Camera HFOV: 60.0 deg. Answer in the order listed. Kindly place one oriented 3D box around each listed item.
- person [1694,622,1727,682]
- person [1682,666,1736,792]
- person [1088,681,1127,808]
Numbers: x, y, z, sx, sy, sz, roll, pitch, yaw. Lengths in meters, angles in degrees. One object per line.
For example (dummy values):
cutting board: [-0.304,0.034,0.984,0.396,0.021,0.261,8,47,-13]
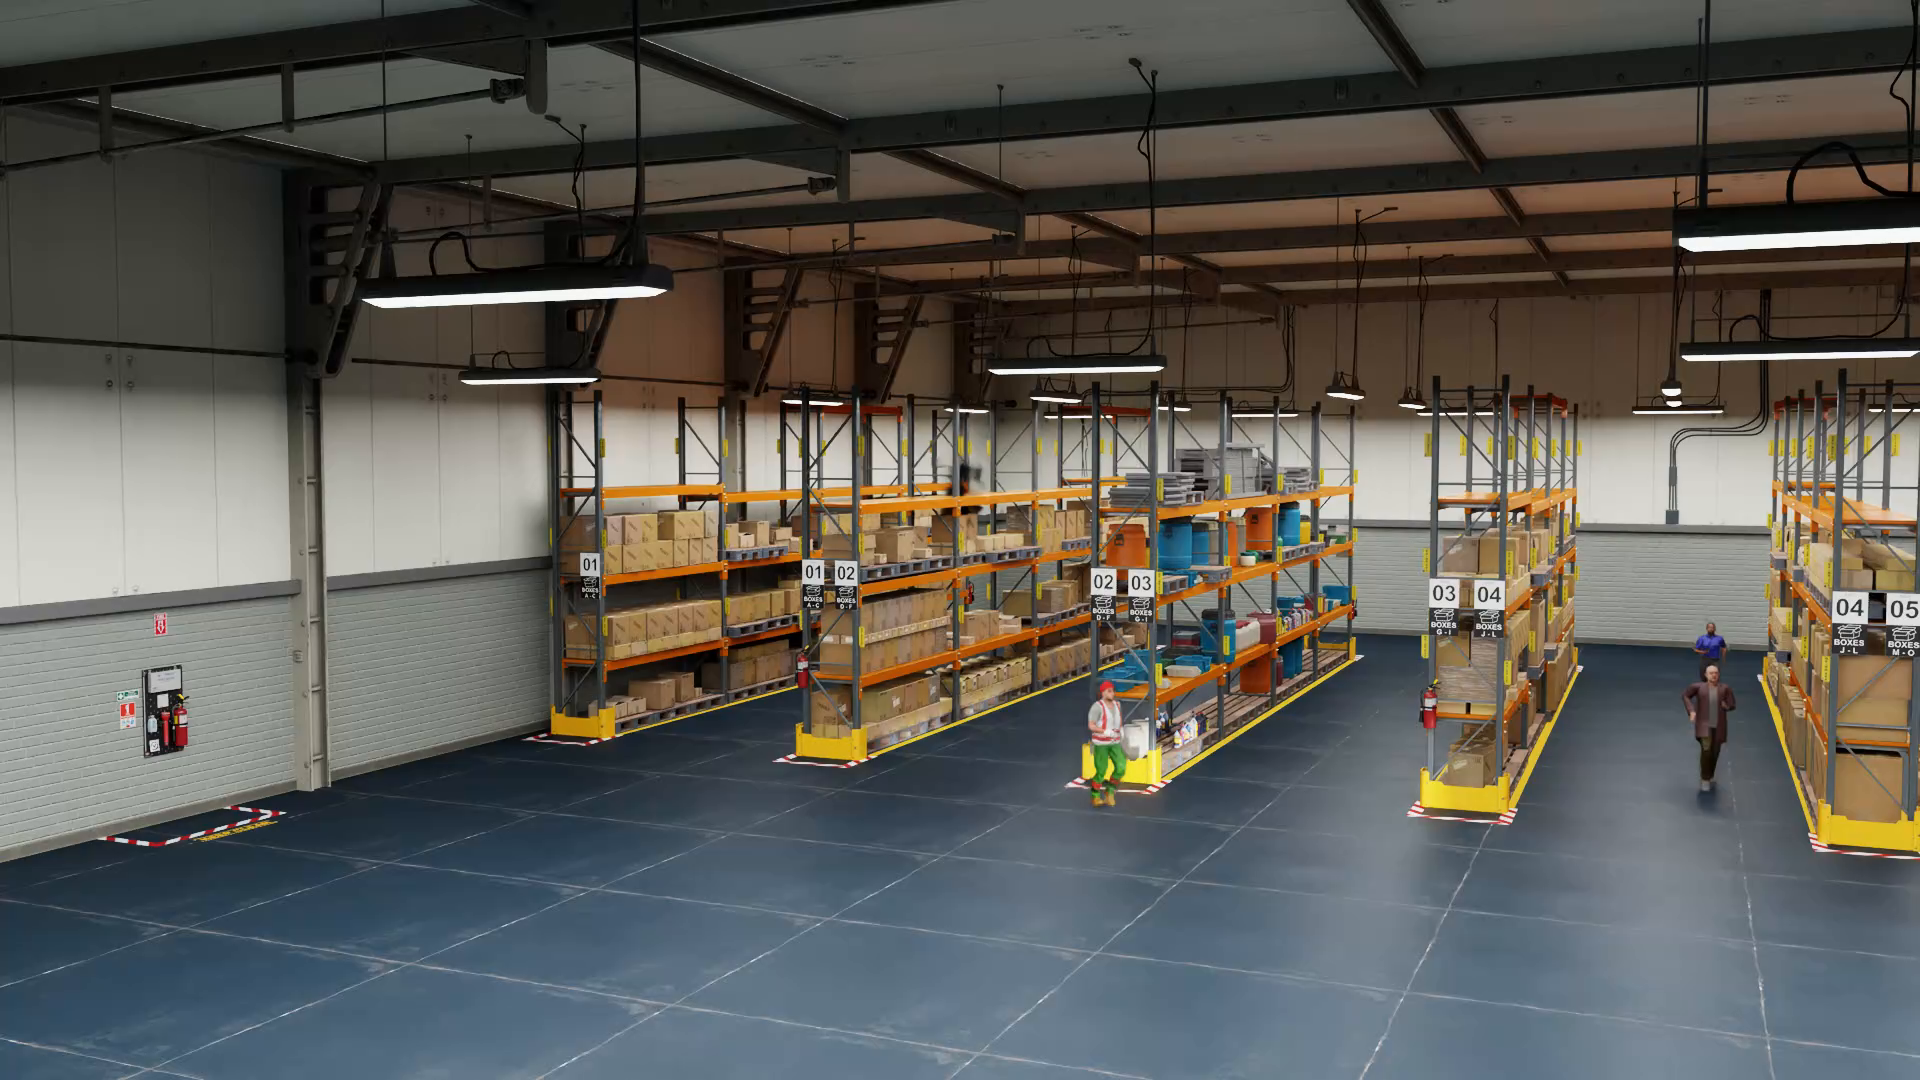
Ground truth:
person: [14.467,2.397,32.054,0.589,1.628,0.909,1,3,23]
person: [11.040,2.768,24.468,0.686,1.845,0.800,1,3,11]
person: [2.084,2.847,23.100,0.684,1.789,0.680,-2,4,-30]
